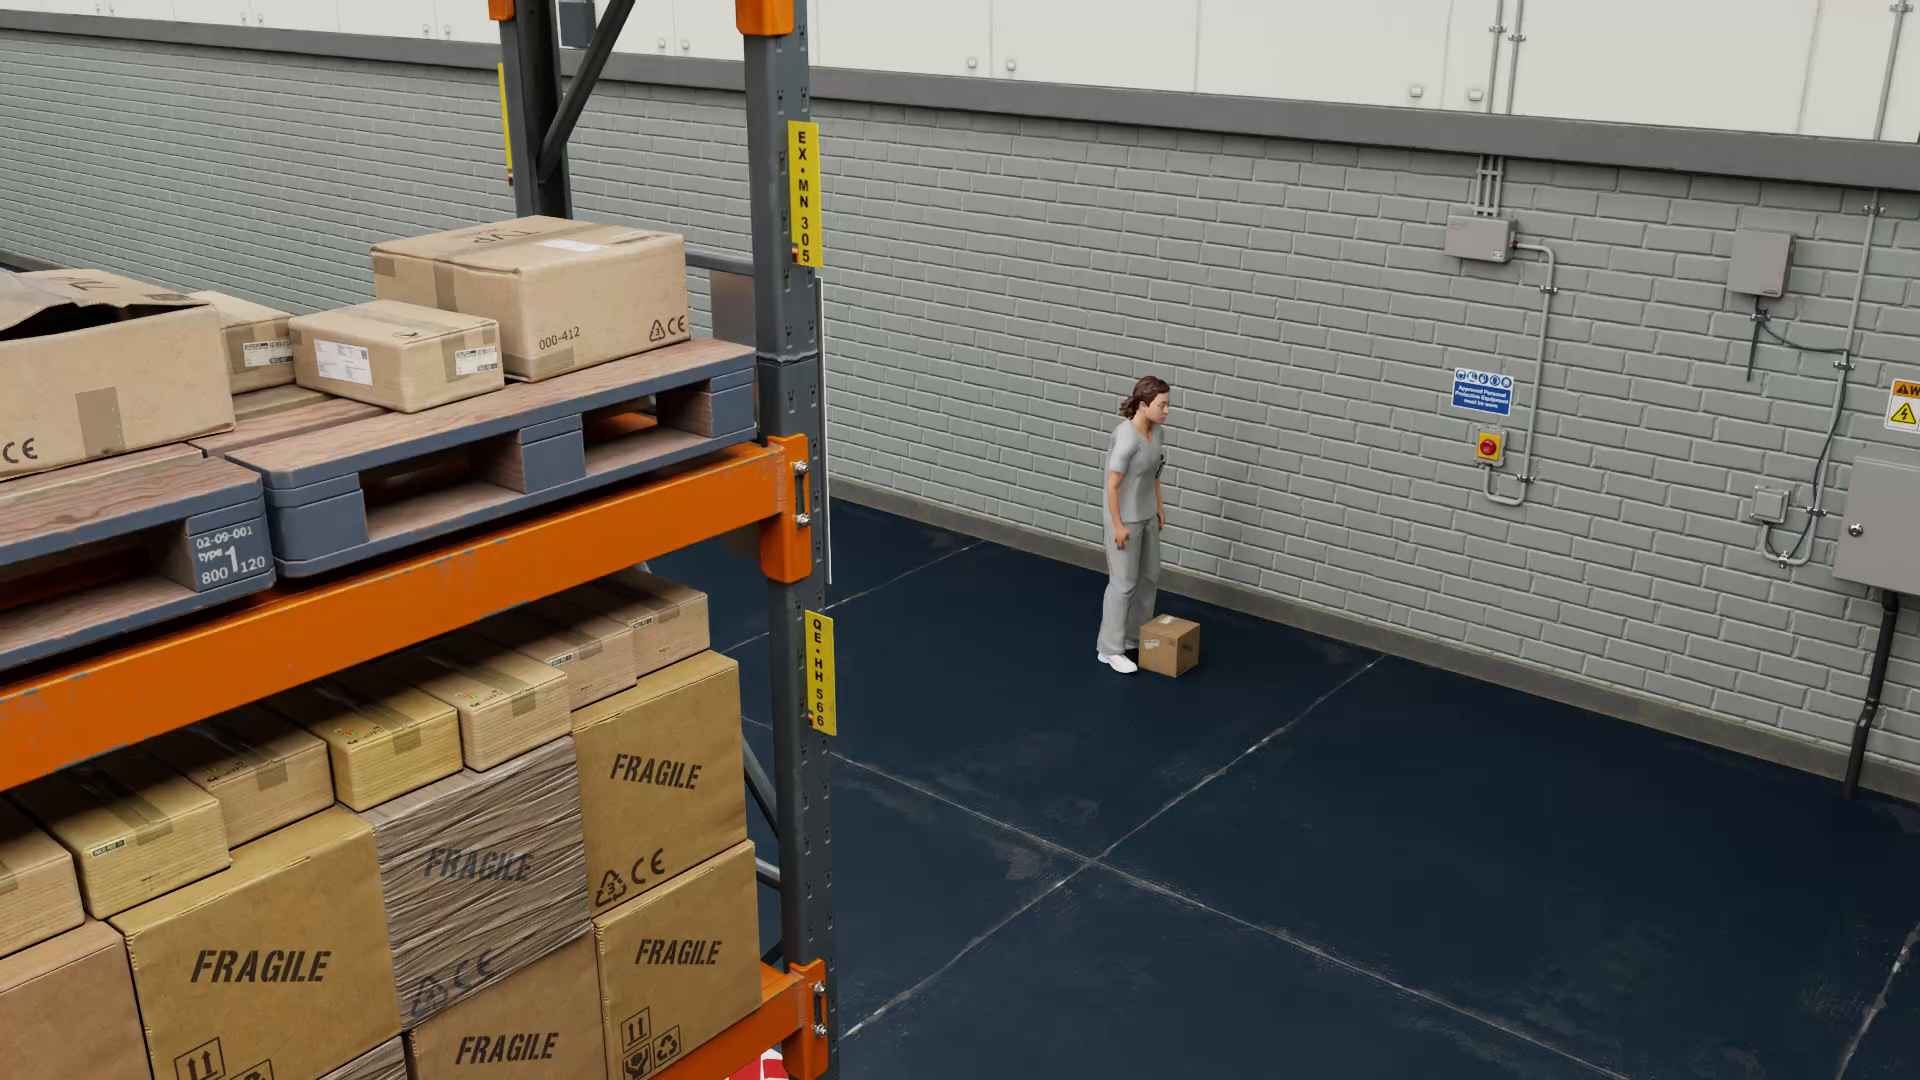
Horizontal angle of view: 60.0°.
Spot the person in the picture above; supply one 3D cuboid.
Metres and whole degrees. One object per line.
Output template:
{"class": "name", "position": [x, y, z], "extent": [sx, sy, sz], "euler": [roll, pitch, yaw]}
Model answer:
{"class": "person", "position": [0.992, -0.114, 9.387], "extent": [0.353, 1.672, 0.502], "euler": [15, 25, 35]}
